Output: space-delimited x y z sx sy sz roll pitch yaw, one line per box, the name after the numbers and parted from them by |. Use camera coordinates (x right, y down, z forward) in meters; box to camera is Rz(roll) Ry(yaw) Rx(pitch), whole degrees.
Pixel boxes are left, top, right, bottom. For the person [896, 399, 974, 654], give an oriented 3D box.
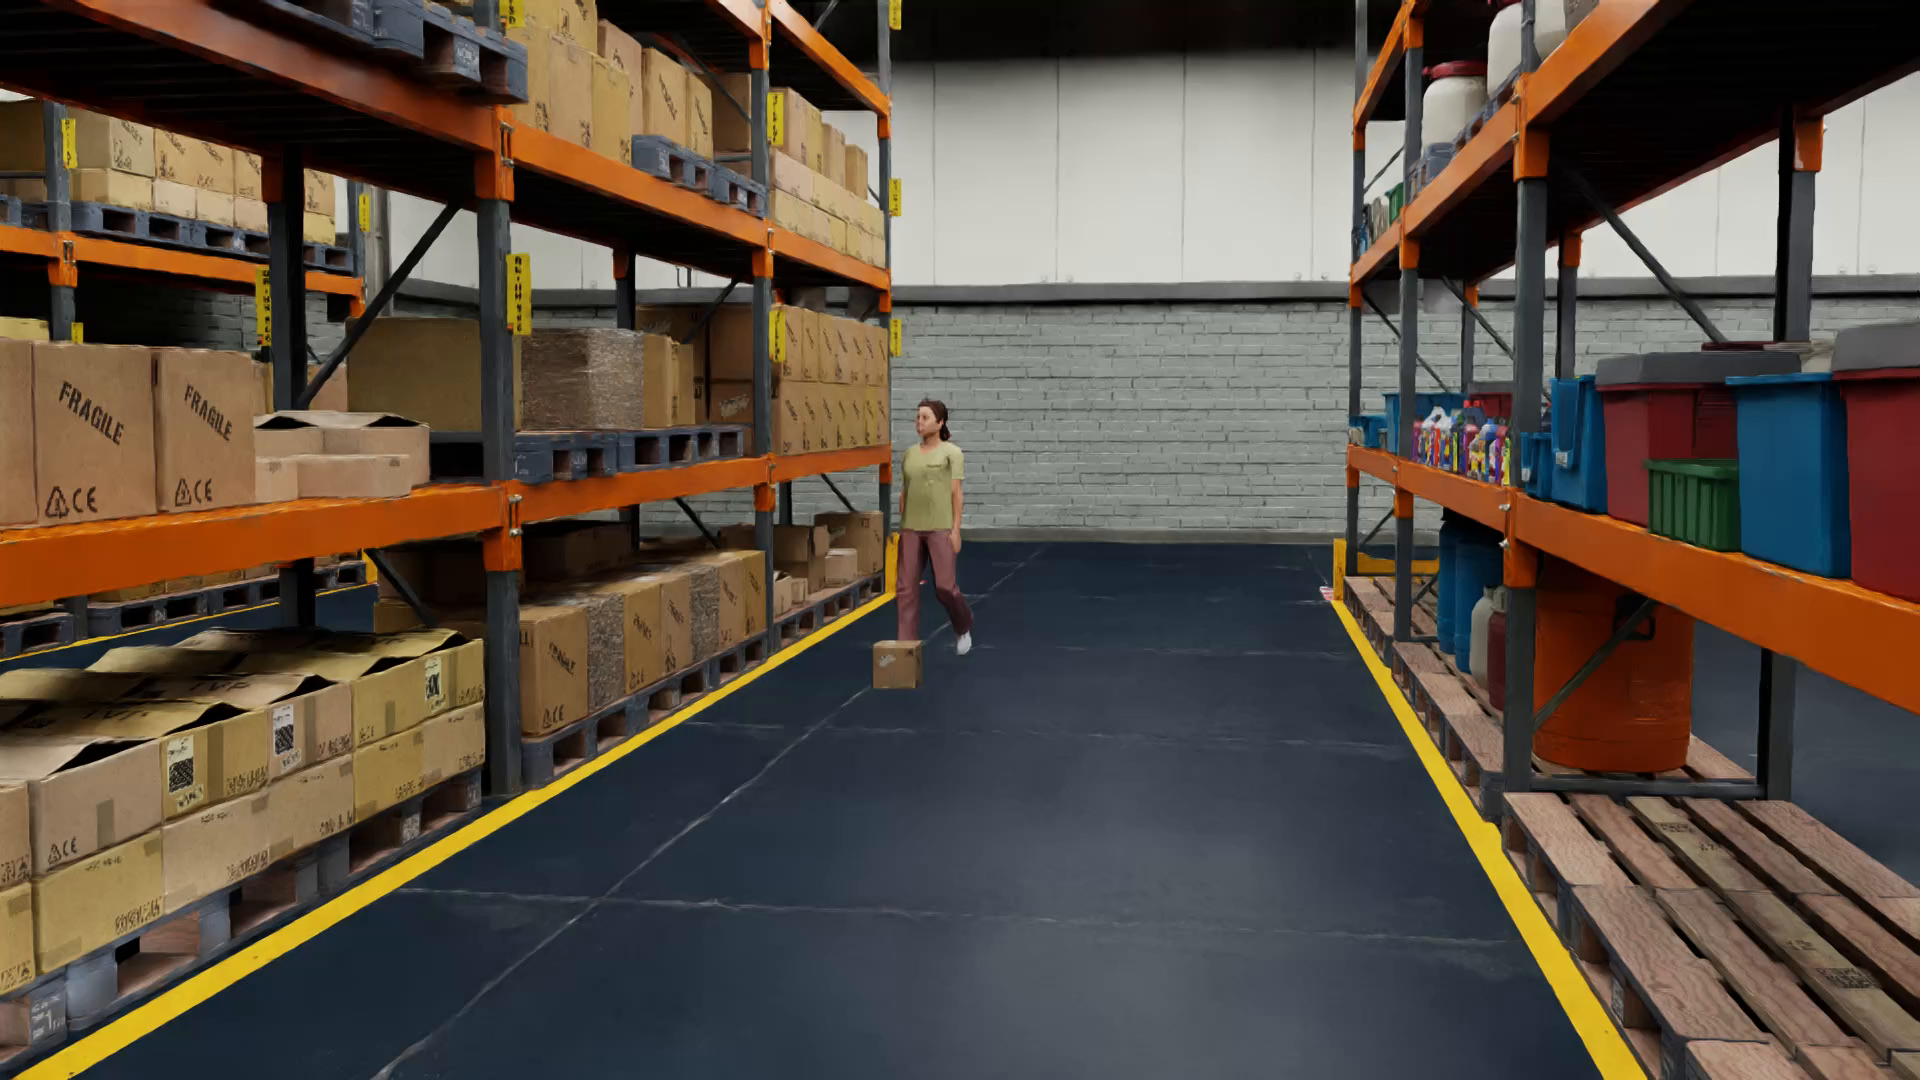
-0.201 -0.043 10.267 0.461 1.652 0.754 2 5 22 | person
